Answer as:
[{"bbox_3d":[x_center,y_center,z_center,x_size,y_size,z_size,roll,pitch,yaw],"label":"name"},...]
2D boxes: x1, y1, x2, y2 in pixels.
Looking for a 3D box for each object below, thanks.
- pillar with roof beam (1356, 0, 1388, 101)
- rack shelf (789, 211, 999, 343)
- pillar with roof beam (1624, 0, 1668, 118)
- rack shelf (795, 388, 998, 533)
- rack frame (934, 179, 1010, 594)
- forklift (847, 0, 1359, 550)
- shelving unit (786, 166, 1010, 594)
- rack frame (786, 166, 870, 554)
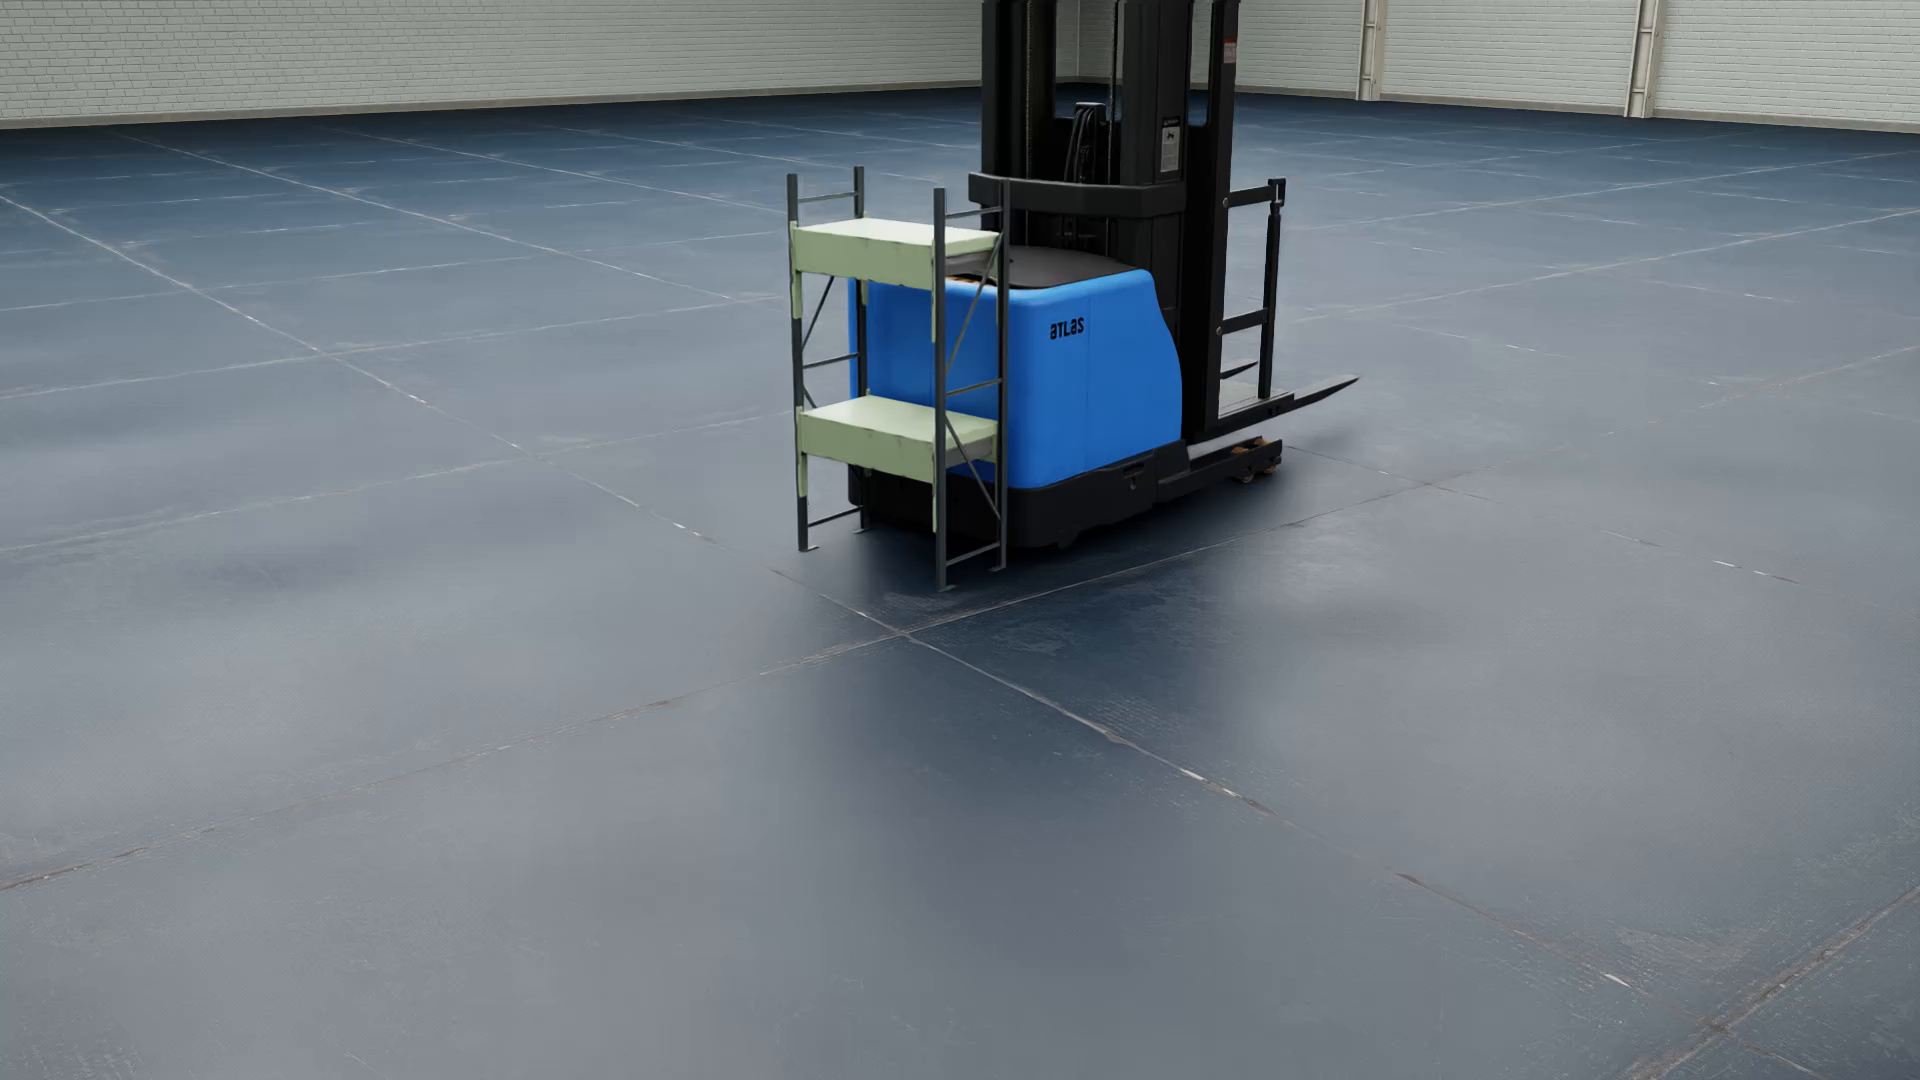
[{"bbox_3d":[4.991,-12.452,30.151,9.100,9.000,0.400,-14,23,-36],"label":"pillar with roof beam"},{"bbox_3d":[-0.235,-1.004,6.268,0.720,0.370,0.431,15,23,38],"label":"rack shelf"},{"bbox_3d":[8.716,-10.973,25.686,9.100,9.000,0.400,-14,23,-36],"label":"pillar with roof beam"},{"bbox_3d":[-0.235,-0.324,6.493,0.720,0.370,0.431,15,23,38],"label":"rack shelf"},{"bbox_3d":[0.046,-0.560,6.167,0.023,1.500,0.400,15,23,38],"label":"rack frame"},{"bbox_3d":[0.861,-1.744,7.468,1.130,2.935,3.031,15,24,38],"label":"forklift"},{"bbox_3d":[-0.235,-0.634,6.391,0.755,1.500,0.431,15,23,38],"label":"shelving unit"},{"bbox_3d":[-0.515,-0.708,6.614,0.023,1.500,0.400,15,23,38],"label":"rack frame"}]
